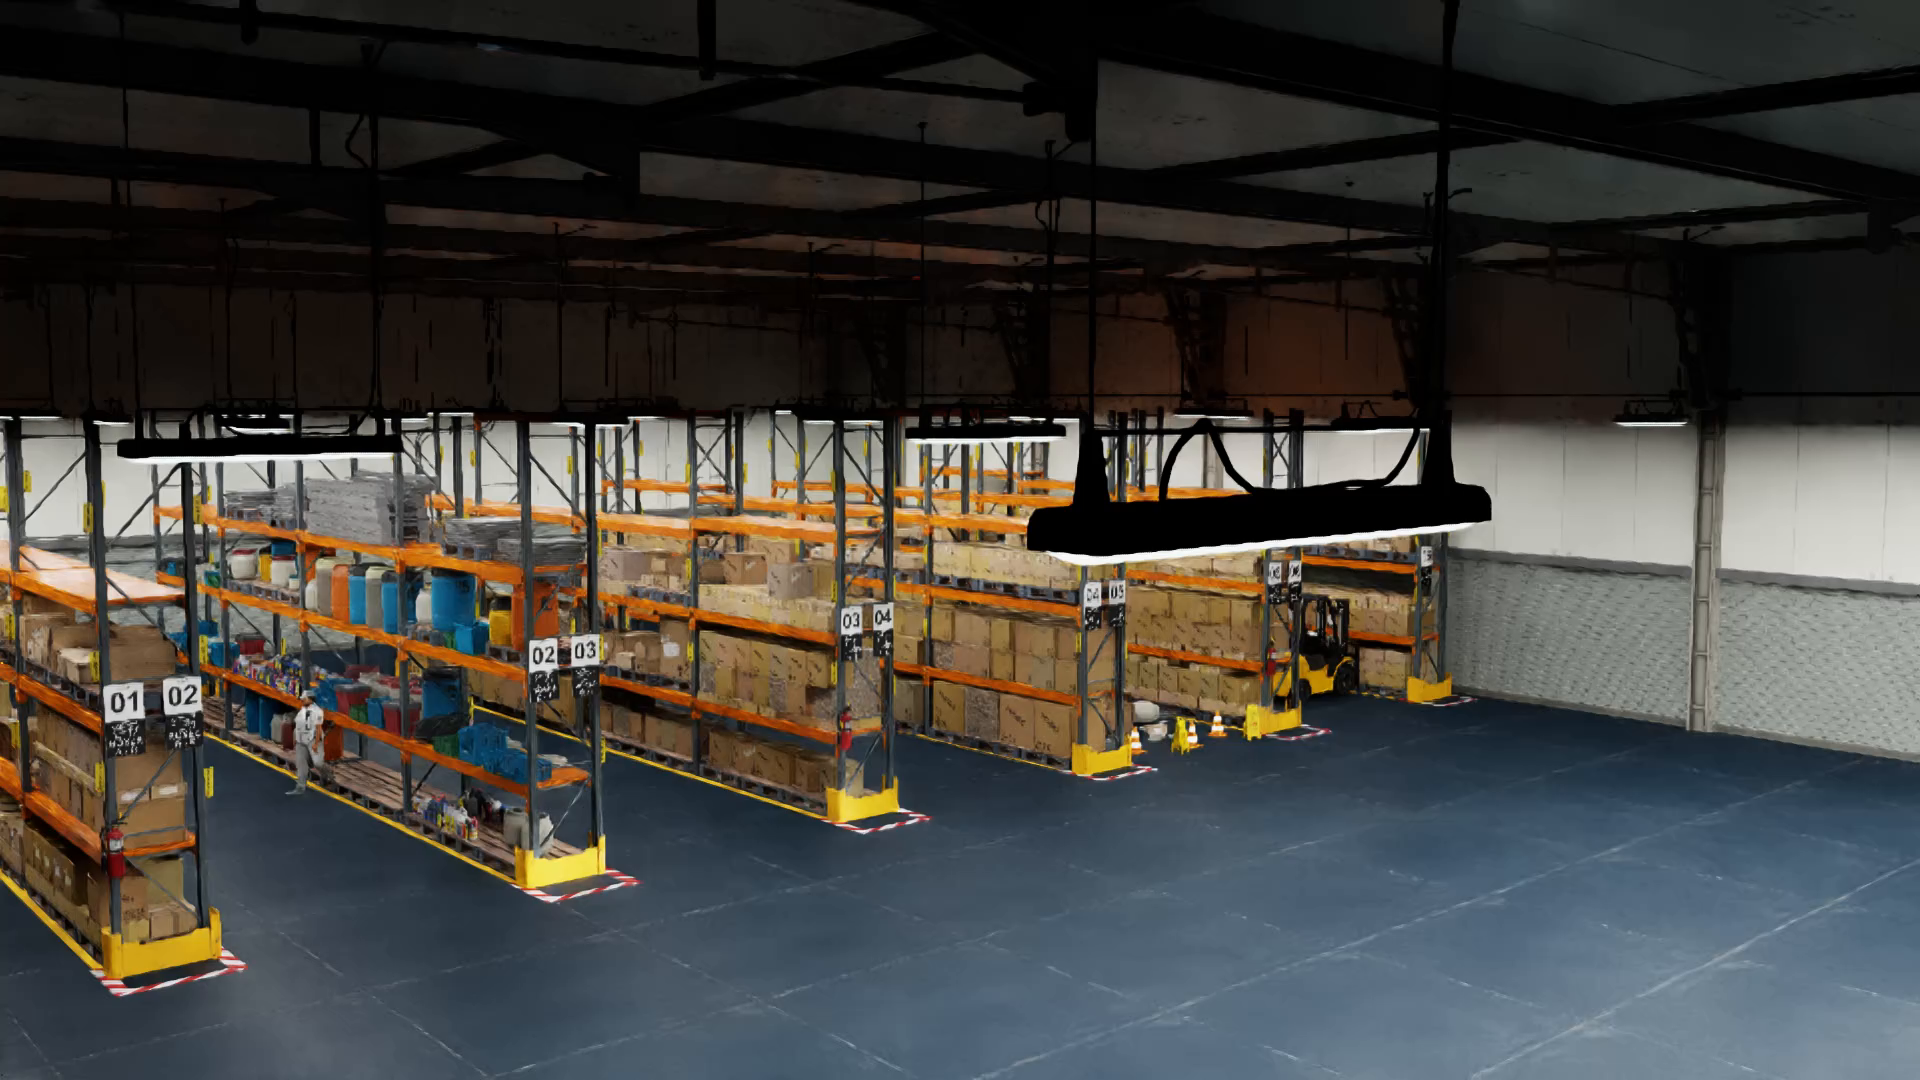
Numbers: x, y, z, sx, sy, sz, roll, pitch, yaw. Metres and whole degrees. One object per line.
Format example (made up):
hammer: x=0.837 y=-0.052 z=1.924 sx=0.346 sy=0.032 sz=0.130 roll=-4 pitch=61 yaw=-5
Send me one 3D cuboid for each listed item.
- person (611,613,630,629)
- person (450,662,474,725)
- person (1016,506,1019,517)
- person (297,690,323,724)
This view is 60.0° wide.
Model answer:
person: x=-8.576 y=1.750 z=42.130 sx=0.564 sy=1.639 sz=0.530 roll=0 pitch=5 yaw=-4
person: x=-9.225 y=2.842 z=30.521 sx=0.448 sy=1.590 sz=1.110 roll=-4 pitch=6 yaw=-39
person: x=-5.216 y=1.592 z=30.411 sx=18.192 sy=2.693 sz=22.721 roll=-1 pitch=5 yaw=-11
person: x=-10.323 y=2.733 z=26.325 sx=0.524 sy=0.715 sz=0.319 roll=3 pitch=6 yaw=27
